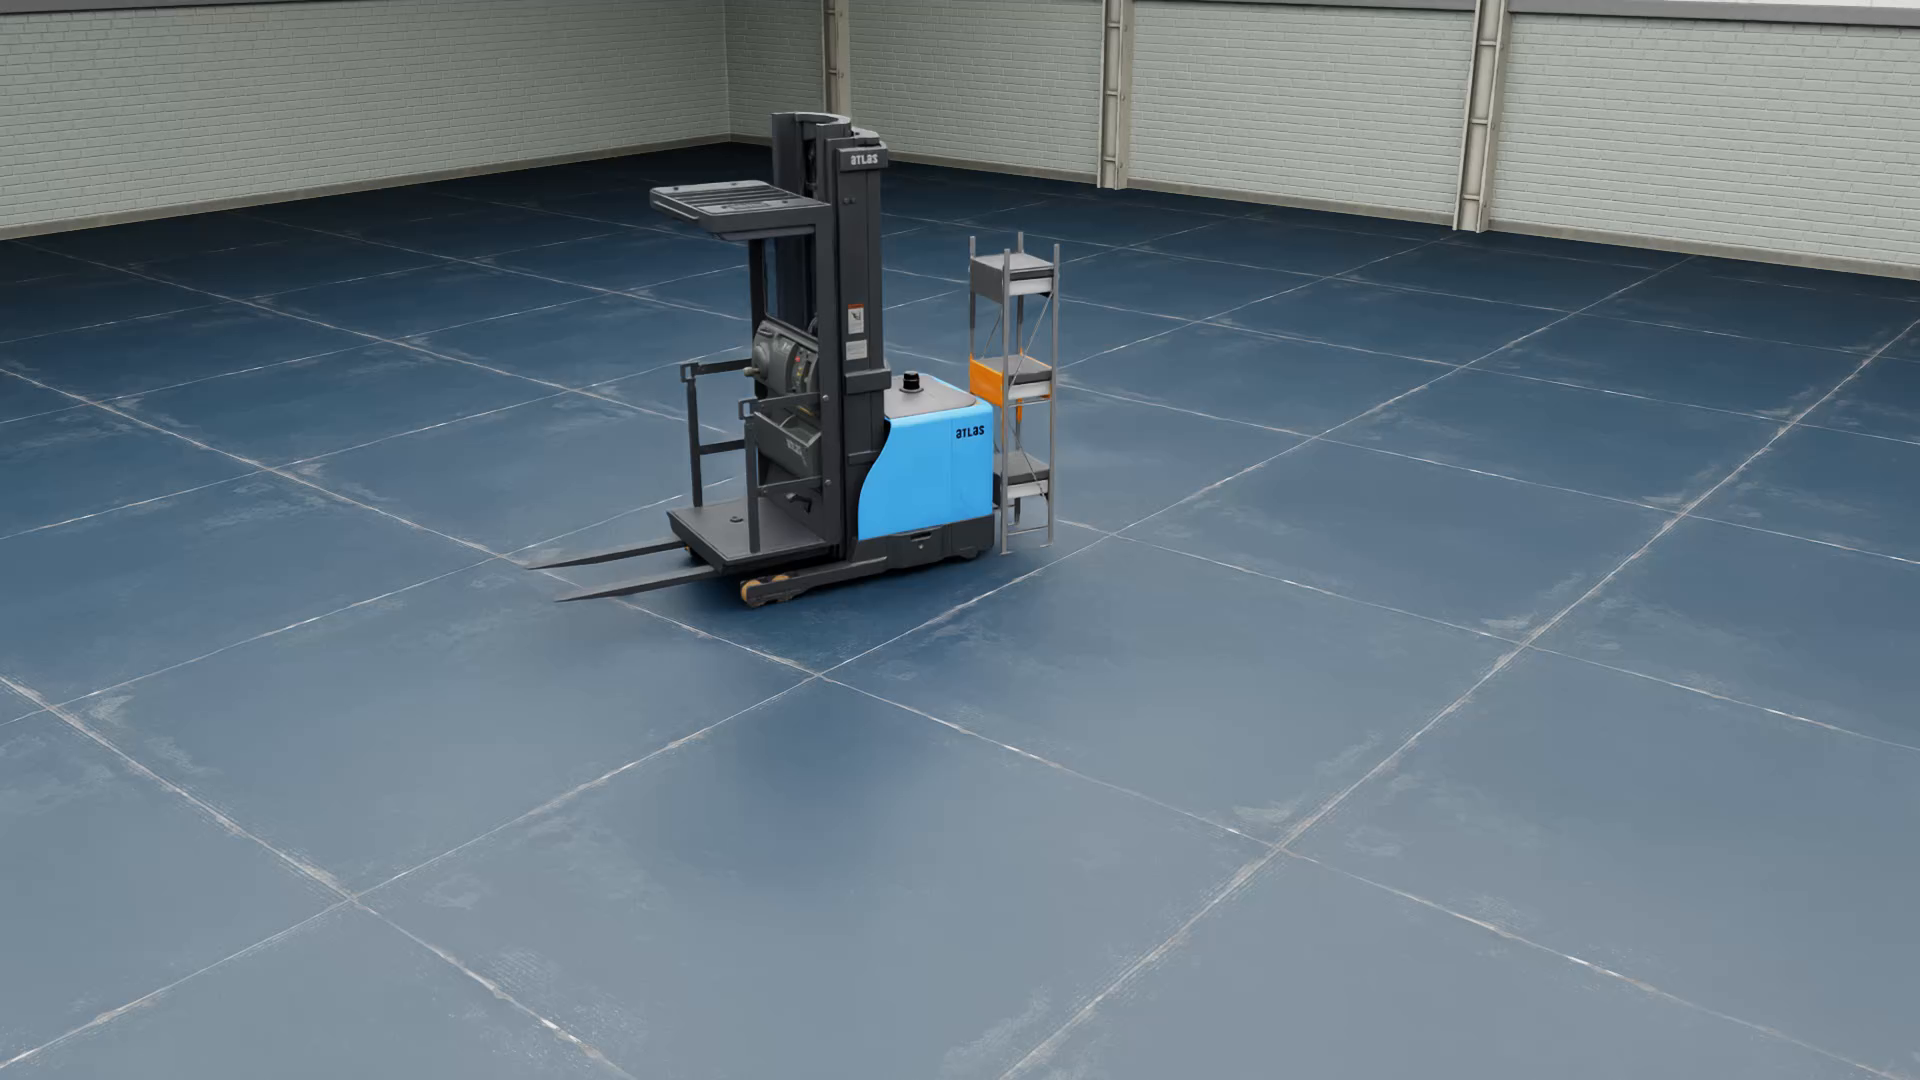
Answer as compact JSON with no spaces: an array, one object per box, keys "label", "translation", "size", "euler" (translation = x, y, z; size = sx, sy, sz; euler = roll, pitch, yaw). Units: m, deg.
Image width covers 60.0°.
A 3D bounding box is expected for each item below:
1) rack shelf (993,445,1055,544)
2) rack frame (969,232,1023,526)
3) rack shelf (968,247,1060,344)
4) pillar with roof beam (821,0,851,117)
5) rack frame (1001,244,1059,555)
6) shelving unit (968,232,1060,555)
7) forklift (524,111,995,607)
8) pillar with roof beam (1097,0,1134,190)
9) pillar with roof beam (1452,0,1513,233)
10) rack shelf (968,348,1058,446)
[{"label":"rack shelf","translation":[0.356,-0.323,11.571],"size":[0.431,0.518,0.480],"euler":[-10,23,-25]},{"label":"rack frame","translation":[0.246,-1.067,11.523],"size":[0.400,2.100,0.015],"euler":[-10,23,-25]},{"label":"rack shelf","translation":[0.356,-1.633,11.077],"size":[0.431,0.518,0.480],"euler":[-10,23,-25]},{"label":"pillar with roof beam","translation":[-4.928,-10.023,25.494],"size":[0.400,9.000,9.100],"euler":[16,26,36]},{"label":"rack frame","translation":[0.465,-0.914,11.115],"size":[0.400,2.100,0.015],"euler":[-10,23,-25]},{"label":"shelving unit","translation":[0.356,-0.990,11.319],"size":[0.431,2.100,0.503],"euler":[-10,23,-25]},{"label":"forklift","translation":[-1.300,-1.159,10.587],"size":[3.031,2.935,1.130],"euler":[-11,23,-27]},{"label":"pillar with roof beam","translation":[-0.280,-8.684,21.944],"size":[0.400,9.000,9.100],"euler":[16,26,36]},{"label":"pillar with roof beam","translation":[4.369,-7.346,18.394],"size":[0.400,9.000,9.100],"euler":[16,26,36]},{"label":"rack shelf","translation":[0.356,-0.978,11.324],"size":[0.431,0.518,0.480],"euler":[-10,23,-25]}]
